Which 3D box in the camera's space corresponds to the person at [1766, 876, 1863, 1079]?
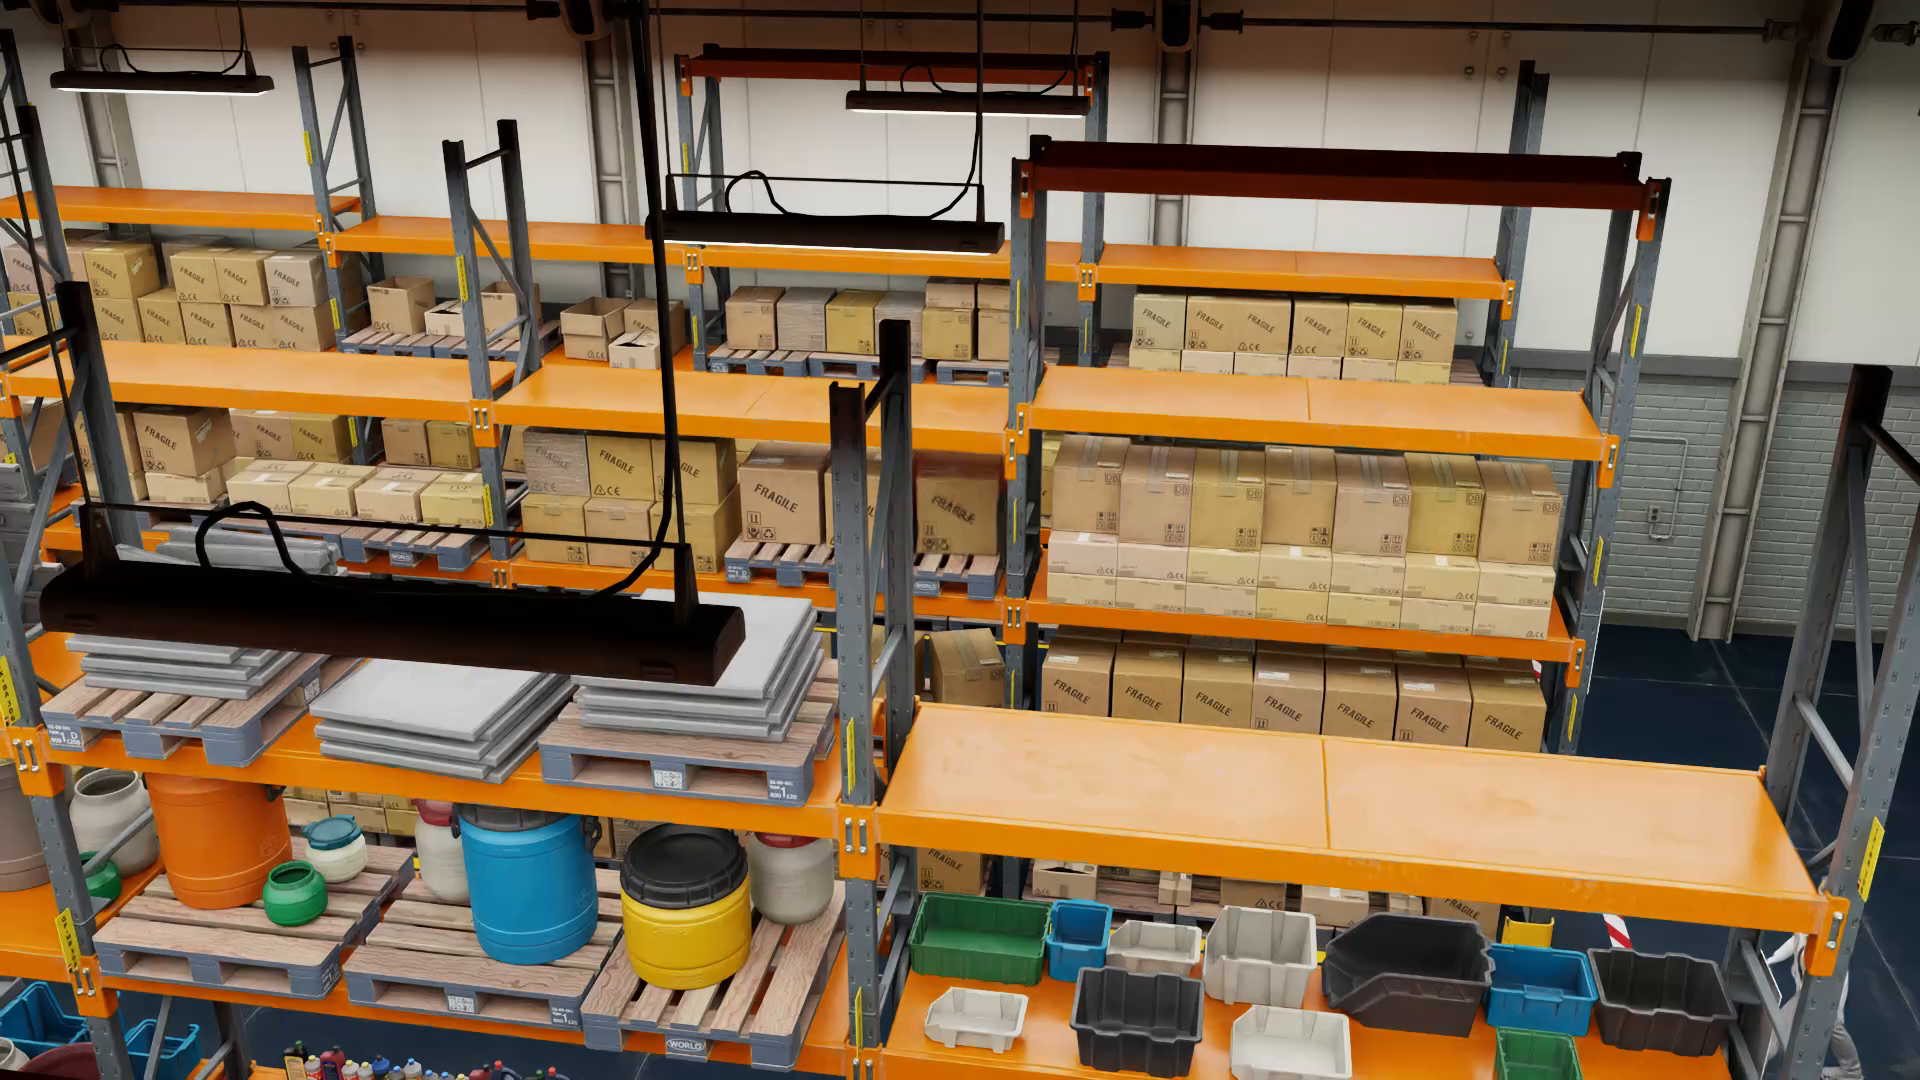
[{"bbox_3d":[5.699,2.973,11.210,1.034,1.617,0.531,5,24,11],"label":"person"}]
